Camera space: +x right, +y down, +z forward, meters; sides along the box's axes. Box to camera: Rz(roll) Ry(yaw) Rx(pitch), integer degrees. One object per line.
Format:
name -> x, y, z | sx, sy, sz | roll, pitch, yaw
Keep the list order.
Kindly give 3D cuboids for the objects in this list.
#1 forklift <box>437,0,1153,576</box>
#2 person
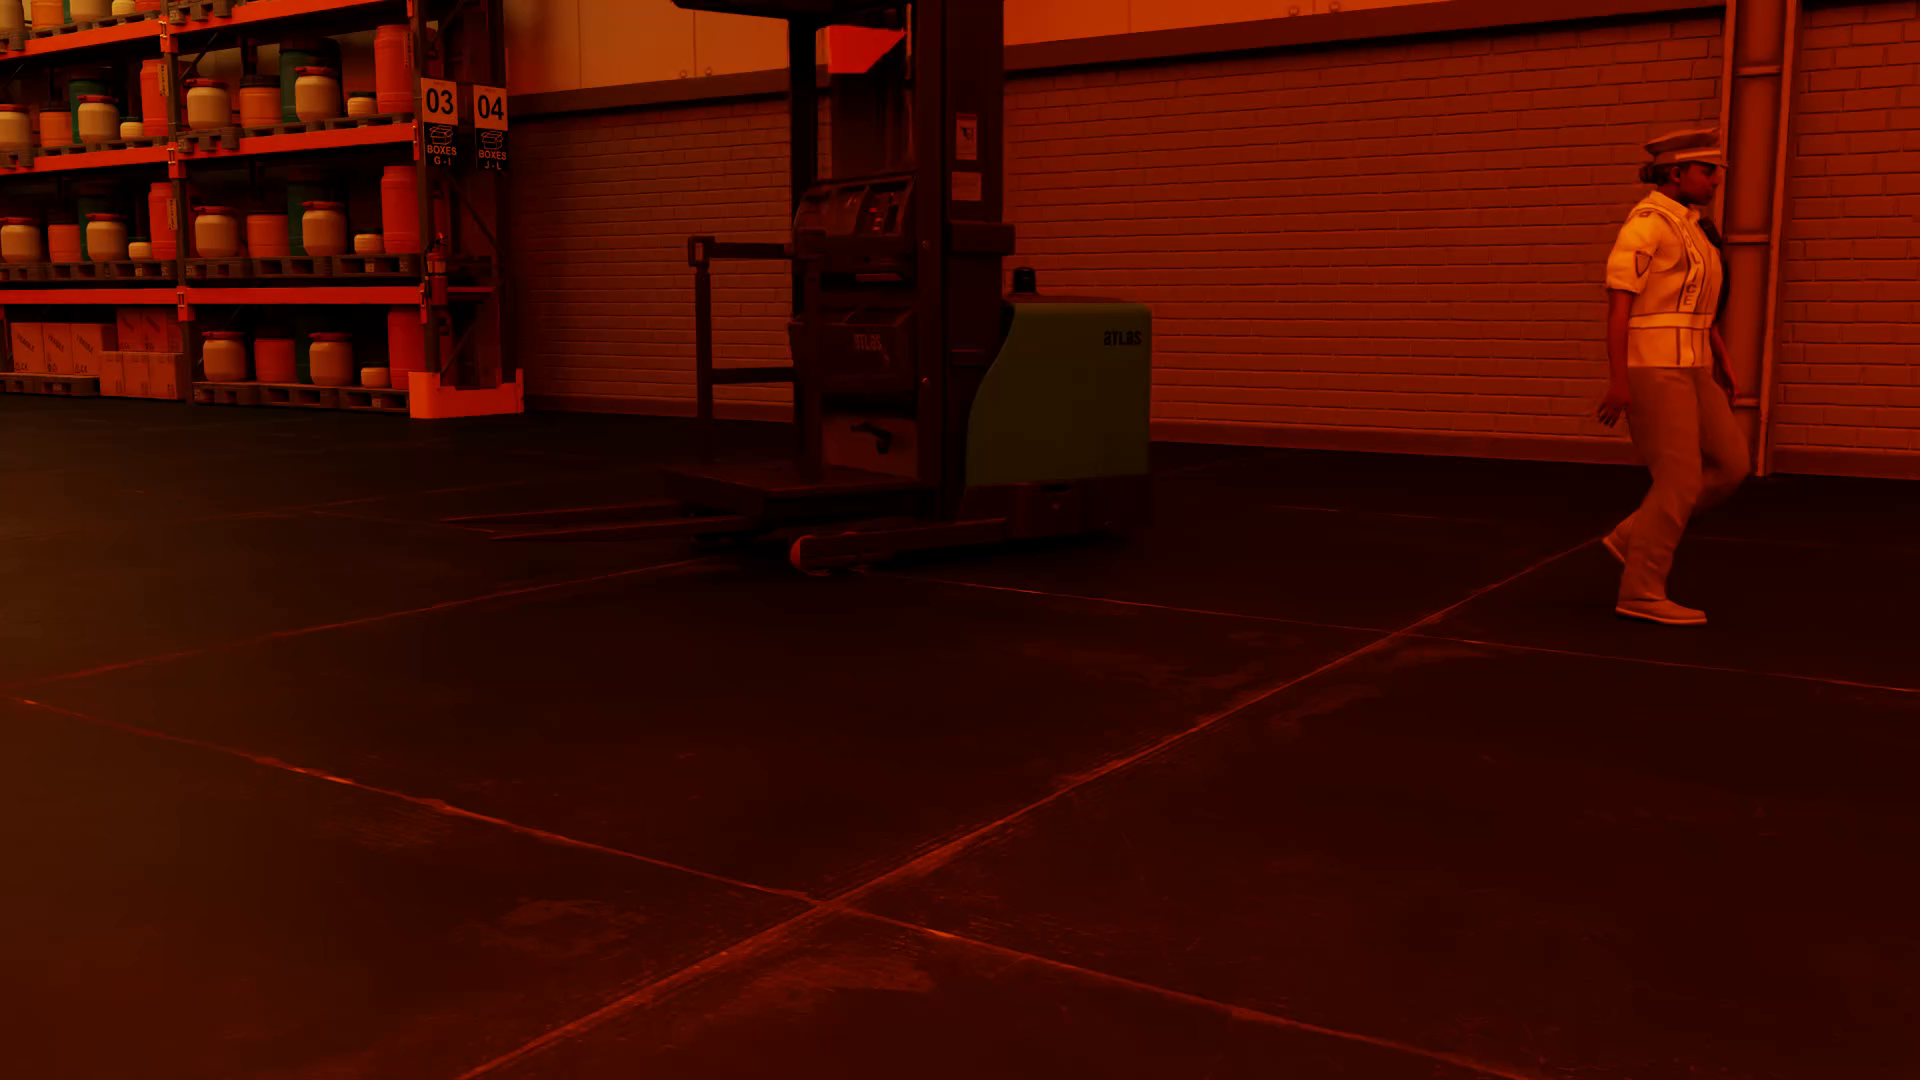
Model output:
forklift -> -0.632, -1.392, 6.979 | 3.031, 2.935, 1.130 | -5, 10, -33
person -> 2.402, -0.546, 5.614 | 0.463, 1.648, 0.629 | 6, 10, 36
